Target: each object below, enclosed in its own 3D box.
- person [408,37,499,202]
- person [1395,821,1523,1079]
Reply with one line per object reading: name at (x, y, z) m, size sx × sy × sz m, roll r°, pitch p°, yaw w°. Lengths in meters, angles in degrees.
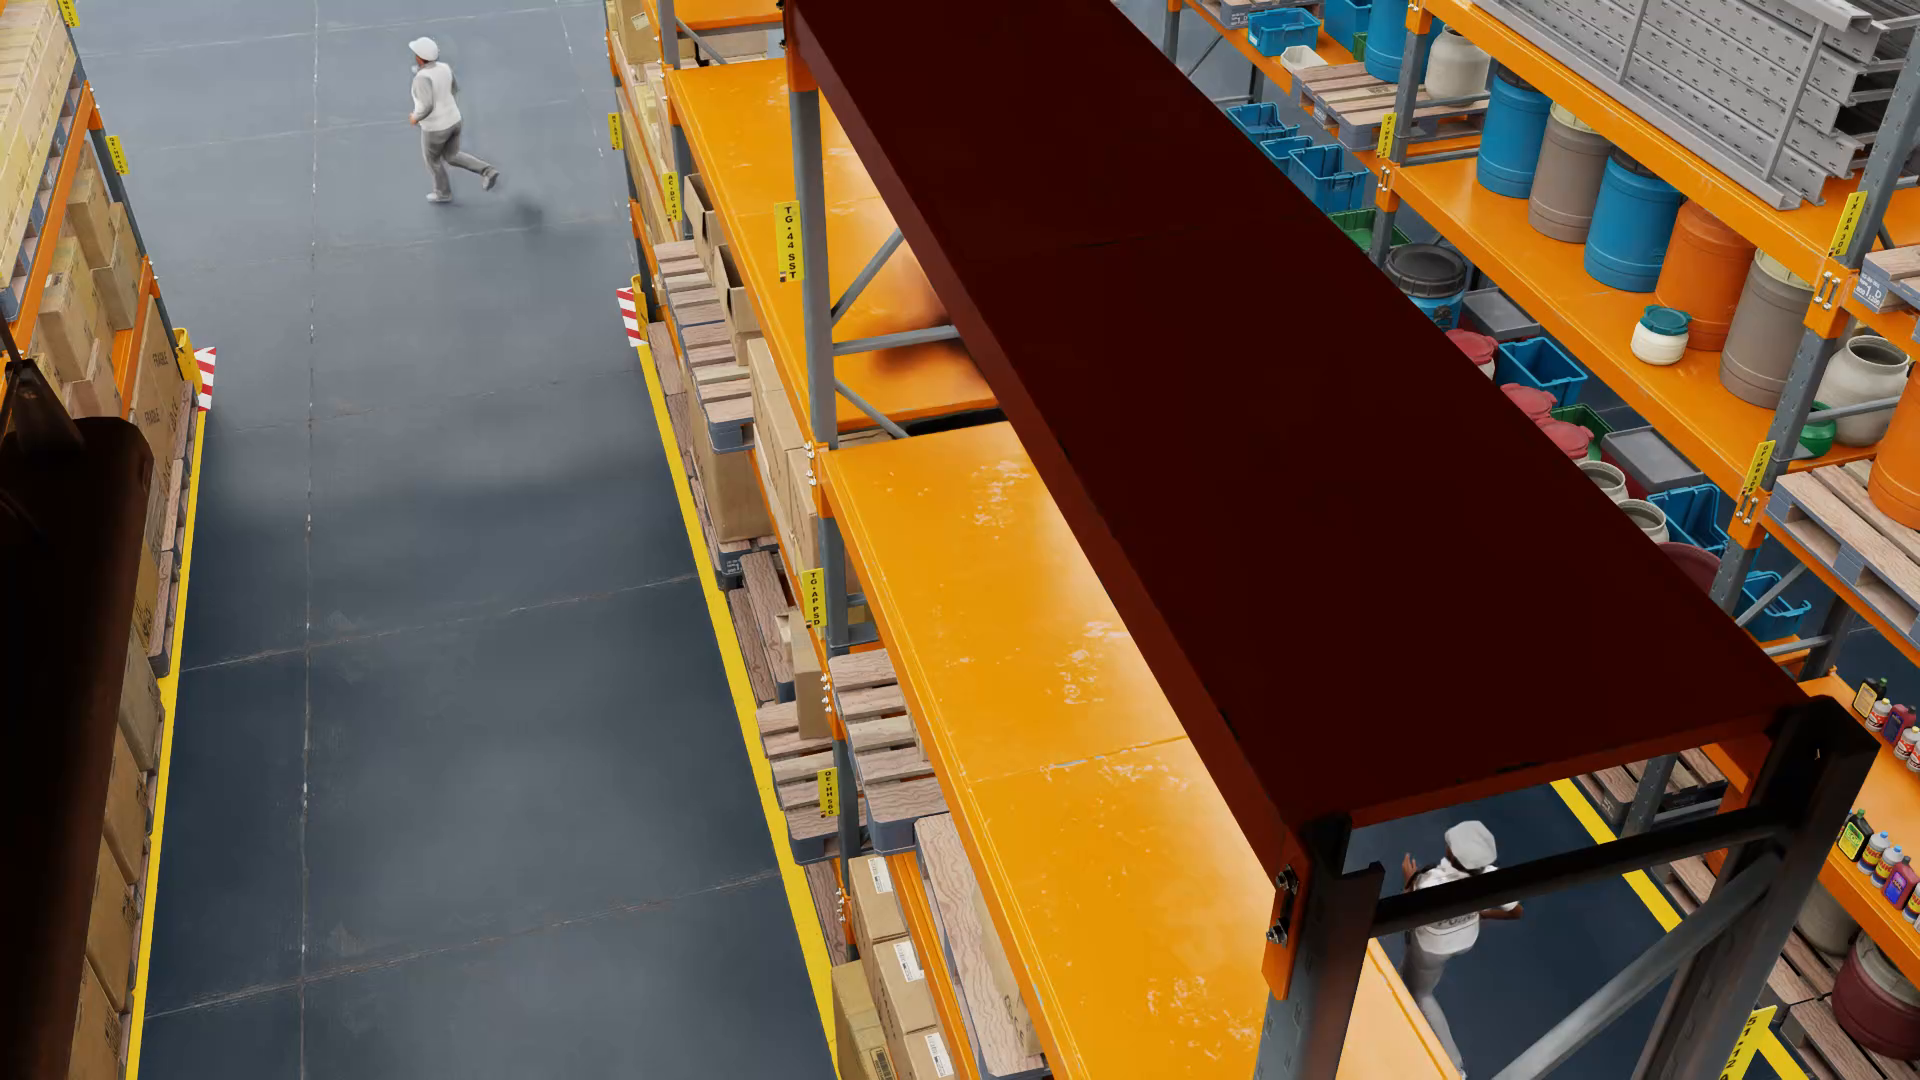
person at (-5.176, -4.171, 16.702) m, size 0.821 × 1.769 × 0.669 m, roll 12°, pitch 40°, yaw 15°
person at (2.544, 2.097, 8.784) m, size 0.575 × 1.684 × 0.941 m, roll -16°, pitch 41°, yaw -19°
